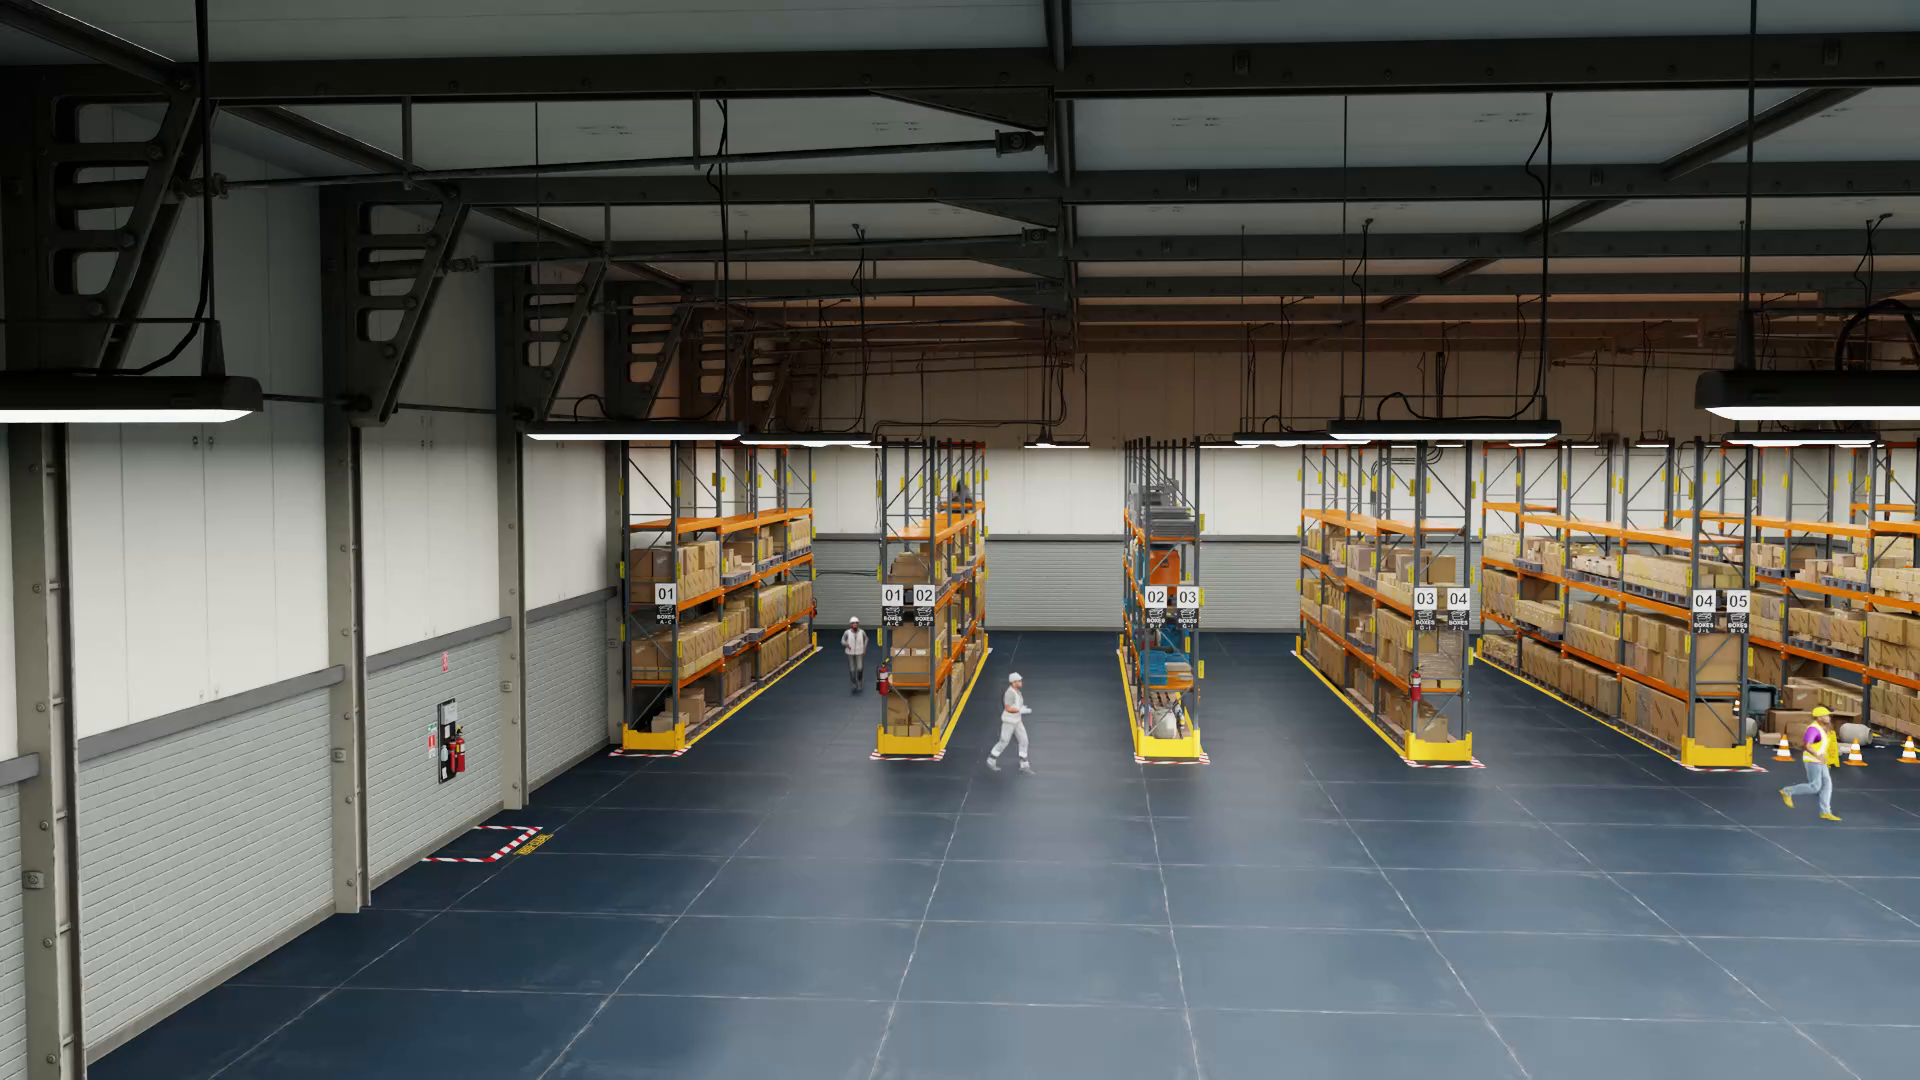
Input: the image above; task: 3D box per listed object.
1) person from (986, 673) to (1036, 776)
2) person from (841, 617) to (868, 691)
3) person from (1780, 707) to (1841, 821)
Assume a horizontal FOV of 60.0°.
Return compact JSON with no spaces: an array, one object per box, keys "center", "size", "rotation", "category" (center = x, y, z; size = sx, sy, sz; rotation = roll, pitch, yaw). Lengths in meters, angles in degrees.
[{"center":[0.887,3.247,29.364],"size":[0.894,1.822,0.603],"rotation":[2,3,26],"category":"person"},{"center":[-2.515,2.729,39.703],"size":[0.657,1.776,0.680],"rotation":[0,3,-5],"category":"person"},{"center":[13.323,3.470,25.984],"size":[0.886,1.751,0.727],"rotation":[3,4,39],"category":"person"}]
